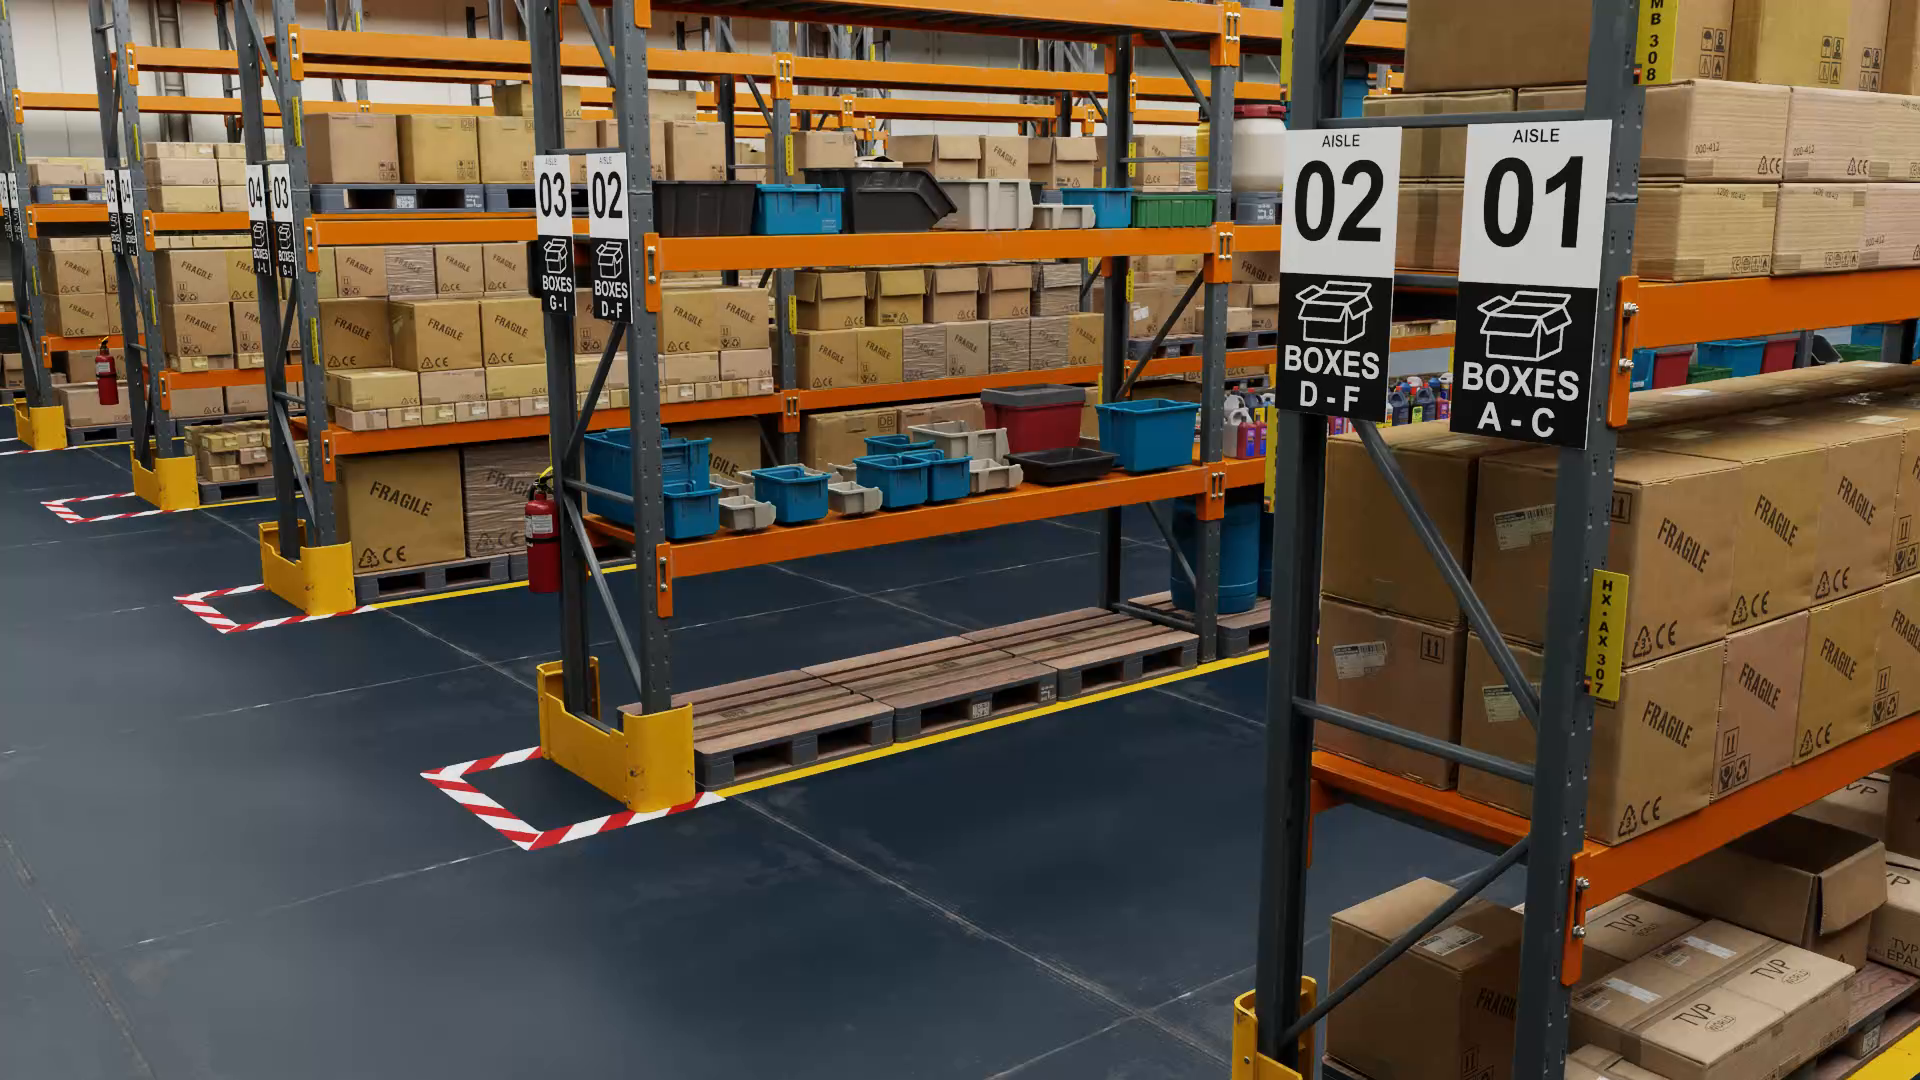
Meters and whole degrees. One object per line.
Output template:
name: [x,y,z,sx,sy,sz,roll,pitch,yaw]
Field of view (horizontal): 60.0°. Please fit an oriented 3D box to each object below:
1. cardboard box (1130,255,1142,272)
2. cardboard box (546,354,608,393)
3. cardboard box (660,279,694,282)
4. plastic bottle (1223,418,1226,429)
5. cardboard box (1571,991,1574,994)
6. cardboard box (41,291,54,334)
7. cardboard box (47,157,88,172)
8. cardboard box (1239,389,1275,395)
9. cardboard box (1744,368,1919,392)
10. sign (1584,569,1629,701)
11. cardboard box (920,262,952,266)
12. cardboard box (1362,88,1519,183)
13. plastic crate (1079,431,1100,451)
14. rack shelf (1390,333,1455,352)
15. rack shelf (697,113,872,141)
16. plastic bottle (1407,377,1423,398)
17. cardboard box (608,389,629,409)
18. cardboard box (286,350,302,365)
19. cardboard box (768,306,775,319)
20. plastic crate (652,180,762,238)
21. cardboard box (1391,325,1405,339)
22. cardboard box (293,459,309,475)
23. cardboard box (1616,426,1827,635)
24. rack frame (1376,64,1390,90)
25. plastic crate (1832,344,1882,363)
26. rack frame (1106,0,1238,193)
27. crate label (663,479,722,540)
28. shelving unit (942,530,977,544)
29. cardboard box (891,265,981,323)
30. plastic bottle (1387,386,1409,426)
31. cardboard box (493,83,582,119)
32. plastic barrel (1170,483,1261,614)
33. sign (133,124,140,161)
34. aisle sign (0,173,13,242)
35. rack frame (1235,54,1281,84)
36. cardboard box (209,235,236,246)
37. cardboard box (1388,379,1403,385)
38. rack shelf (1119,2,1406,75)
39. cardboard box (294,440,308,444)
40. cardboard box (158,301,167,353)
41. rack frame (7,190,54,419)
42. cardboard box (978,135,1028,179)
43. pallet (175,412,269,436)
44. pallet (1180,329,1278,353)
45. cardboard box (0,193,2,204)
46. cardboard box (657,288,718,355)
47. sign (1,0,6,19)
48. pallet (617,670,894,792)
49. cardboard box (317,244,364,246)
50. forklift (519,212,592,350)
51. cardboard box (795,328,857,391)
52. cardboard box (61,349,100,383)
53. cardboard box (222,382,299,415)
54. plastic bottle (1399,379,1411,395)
cardboard box: [2.118,-4.141,23.946,0.550,0.550,0.875,-9,15,-38]
cardboard box: [-3.155,-1.324,13.288,0.500,0.250,0.500,-10,15,-39]
cardboard box: [-3.376,-3.030,19.837,0.250,0.149,0.380,-10,15,-38]
plastic bottle: [1.802,-0.783,11.575,0.097,0.201,0.097,0,12,0]
cardboard box: [1.930,1.598,5.645,0.250,0.166,0.380,-9,15,-38]
cardboard box: [-10.879,-2.793,20.322,0.500,0.500,0.500,-9,15,-37]
cardboard box: [-12.898,-5.375,23.939,0.500,0.250,0.500,-10,15,-39]
cardboard box: [3.594,-1.446,19.177,0.500,0.500,0.700,-10,15,-38]
cardboard box: [3.464,-0.399,6.638,0.500,0.500,0.500,-10,16,-39]
sign: [1.626,0.240,4.193,0.005,0.325,0.100,-9,15,-38]
cardboard box: [-0.522,-3.615,21.783,0.500,0.500,0.700,-10,15,-39]
cardboard box: [1.528,-1.171,4.858,0.500,0.250,0.500,-9,15,-38]
plastic crate: [0.866,-0.611,10.773,0.243,0.136,0.396,-9,15,-38]
rack shelf: [6.033,-2.496,20.896,4.000,0.370,1.077,-9,15,-38]
rack shelf: [-3.281,-6.324,25.440,4.000,0.370,1.077,-9,15,-38]
plastic bottle: [3.541,-1.142,13.084,0.135,0.276,0.152,-9,15,-38]
cardboard box: [-2.812,-1.168,13.514,0.250,0.149,0.380,-10,15,-39]
cardboard box: [-6.701,-1.868,16.811,0.250,0.149,0.380,-10,15,-38]
cardboard box: [-2.363,-2.734,19.878,0.250,0.149,0.380,-10,15,-38]
plastic crate: [-1.330,-1.637,8.207,0.590,0.269,0.497,-9,15,-38]
cardboard box: [5.030,-2.475,19.670,0.250,0.149,0.380,-9,15,-38]
cardboard box: [-6.699,-0.772,16.897,0.250,0.149,0.380,-9,15,-37]
cardboard box: [2.201,-0.046,4.978,0.500,0.500,0.500,-9,15,-37]
rack frame: [4.471,-5.523,18.976,0.127,3.000,1.000,-9,15,-38]
plastic crate: [8.802,-1.812,16.452,0.662,0.188,0.450,-9,15,-38]
rack frame: [1.318,-3.682,10.304,0.127,3.000,1.000,-9,15,-38]
crate label: [-1.407,-0.155,8.393,0.303,0.233,0.416,-9,15,-38]
shelving unit: [-0.006,-0.439,14.530,0.210,0.900,0.258,-9,15,-38]
cardboard box: [-0.264,-2.345,15.795,0.637,0.503,0.797,-9,15,-36]
plastic bottle: [3.101,-0.917,11.845,0.185,0.351,0.144,-9,15,-38]
cardboard box: [-3.316,-3.430,13.039,0.500,0.250,0.500,-10,16,-39]
plastic barrel: [1.754,0.006,11.421,0.708,0.901,0.600,-9,15,-38]
sign: [-7.580,-3.656,15.300,0.005,0.325,0.100,-9,15,-38]
aisle sign: [-11.340,-3.952,19.758,0.004,0.787,0.394,-9,15,-38]
rack frame: [4.575,-6.860,25.271,0.127,3.000,1.000,-9,15,-38]
cardboard box: [-9.229,-3.732,20.772,0.250,0.149,0.380,-9,15,-38]
cardboard box: [5.251,-1.692,20.385,0.500,0.500,0.500,-4,13,-20]
rack shelf: [2.880,-3.394,11.642,4.000,0.370,1.077,-9,15,-38]
cardboard box: [-6.739,-1.077,16.899,0.250,0.149,0.380,-10,16,-40]
cardboard box: [-7.729,-2.144,16.546,0.500,0.500,0.500,-9,15,-37]
rack frame: [-11.090,-2.639,19.836,0.127,3.000,1.000,-9,15,-38]
cardboard box: [0.297,-3.574,15.767,0.500,0.500,0.500,-8,15,-35]
pallet: [-9.563,-1.549,21.415,1.213,0.211,1.003,-9,15,-38]
pallet: [2.868,-2.239,18.416,1.213,0.211,1.003,-9,15,-38]
cardboard box: [-13.611,-4.830,23.537,0.250,0.149,0.380,-9,15,-37]
cardboard box: [-2.362,-1.822,13.829,0.500,0.500,0.500,-9,15,-37]
sign: [-10.748,-6.017,18.671,0.005,0.325,0.100,-9,15,-38]
pallet: [-1.137,1.035,9.247,1.213,0.211,1.003,-9,15,-38]
cardboard box: [-6.510,-2.836,17.401,0.500,0.500,0.500,-10,16,-40]
forklift: [-3.304,-1.812,16.104,1.130,2.935,3.031,12,17,43]
cardboard box: [-1.260,-1.619,14.790,0.500,0.500,0.500,-9,15,-37]
cardboard box: [-12.965,-2.595,24.635,0.500,0.500,0.700,-9,15,-35]
cardboard box: [-9.223,-1.930,21.653,0.875,0.438,0.875,-10,16,-39]
plastic bottle: [3.471,-1.119,12.988,0.097,0.271,0.097,0,12,0]
